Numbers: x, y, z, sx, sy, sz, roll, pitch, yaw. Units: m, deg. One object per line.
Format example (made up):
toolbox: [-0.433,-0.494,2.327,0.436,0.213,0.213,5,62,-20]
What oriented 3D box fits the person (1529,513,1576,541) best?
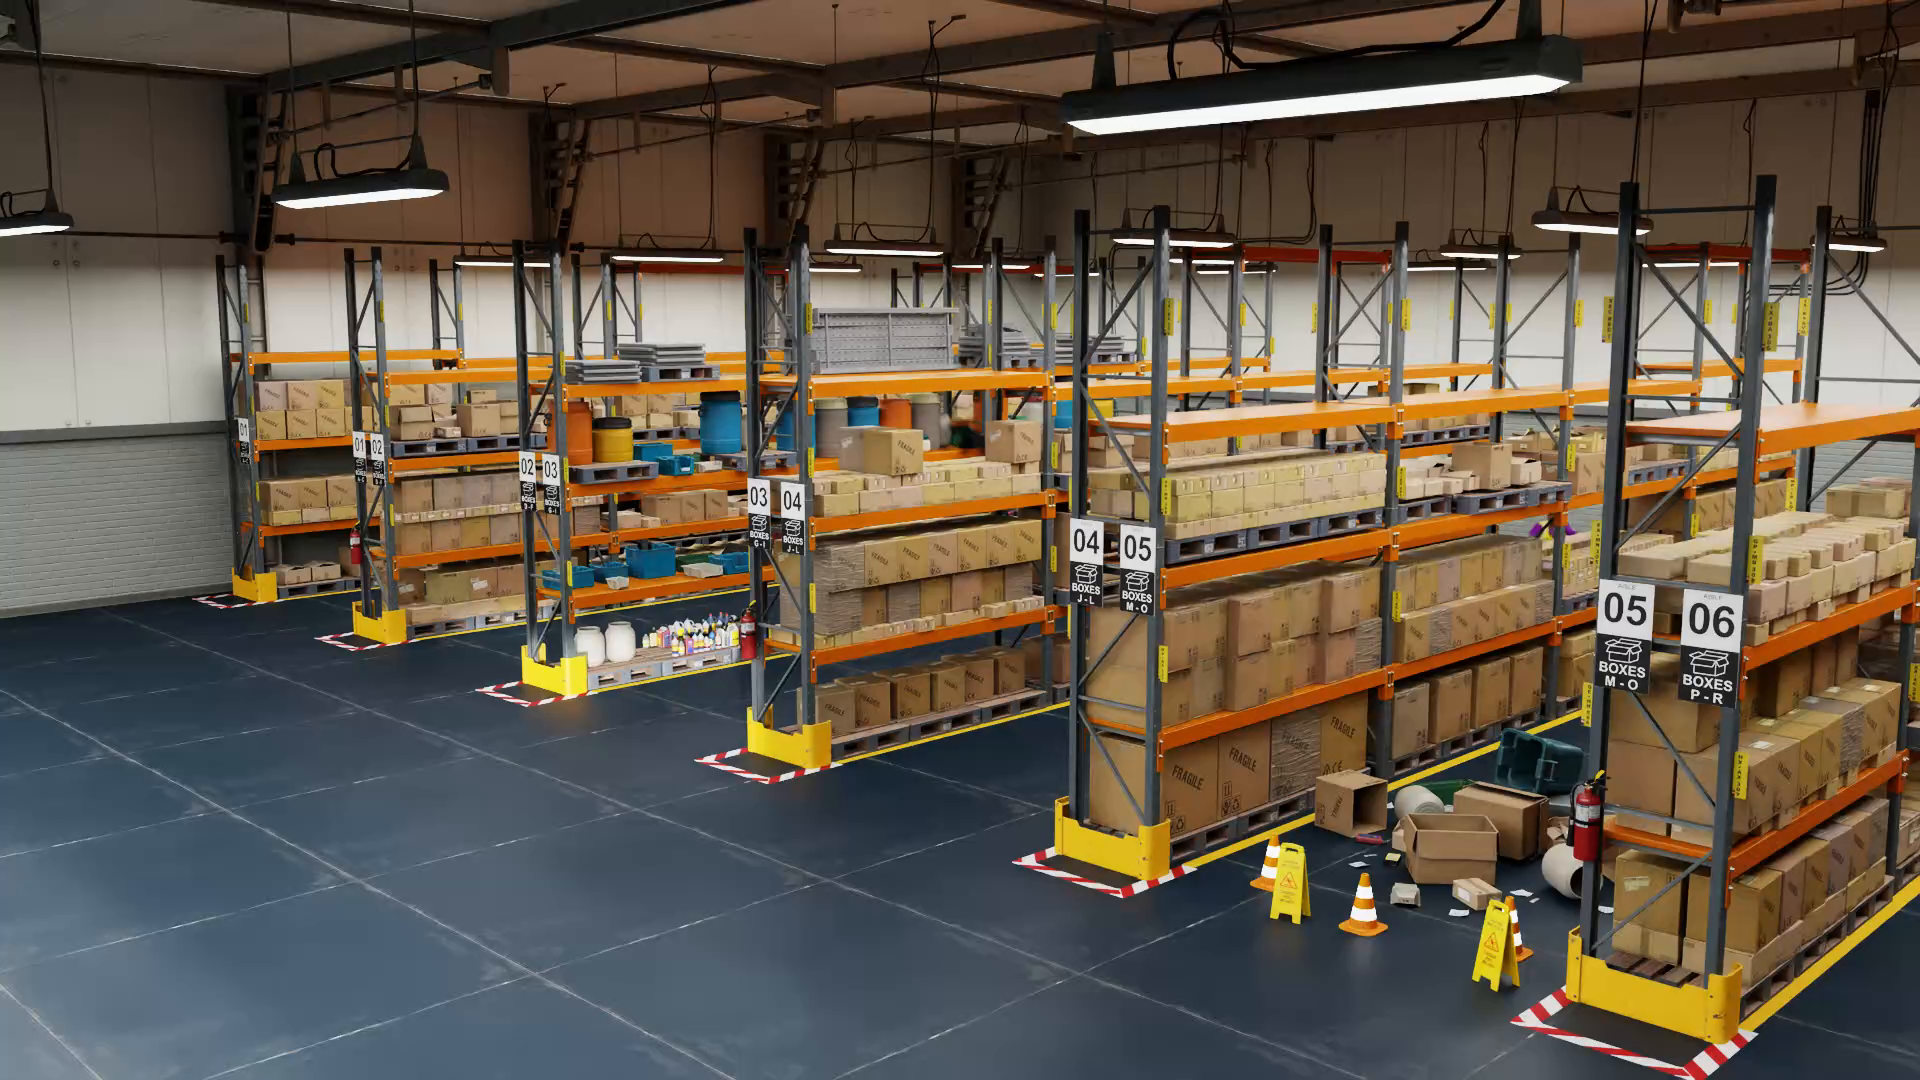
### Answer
person: [10.210,0.275,28.685,0.818,1.728,0.609,4,9,27]
